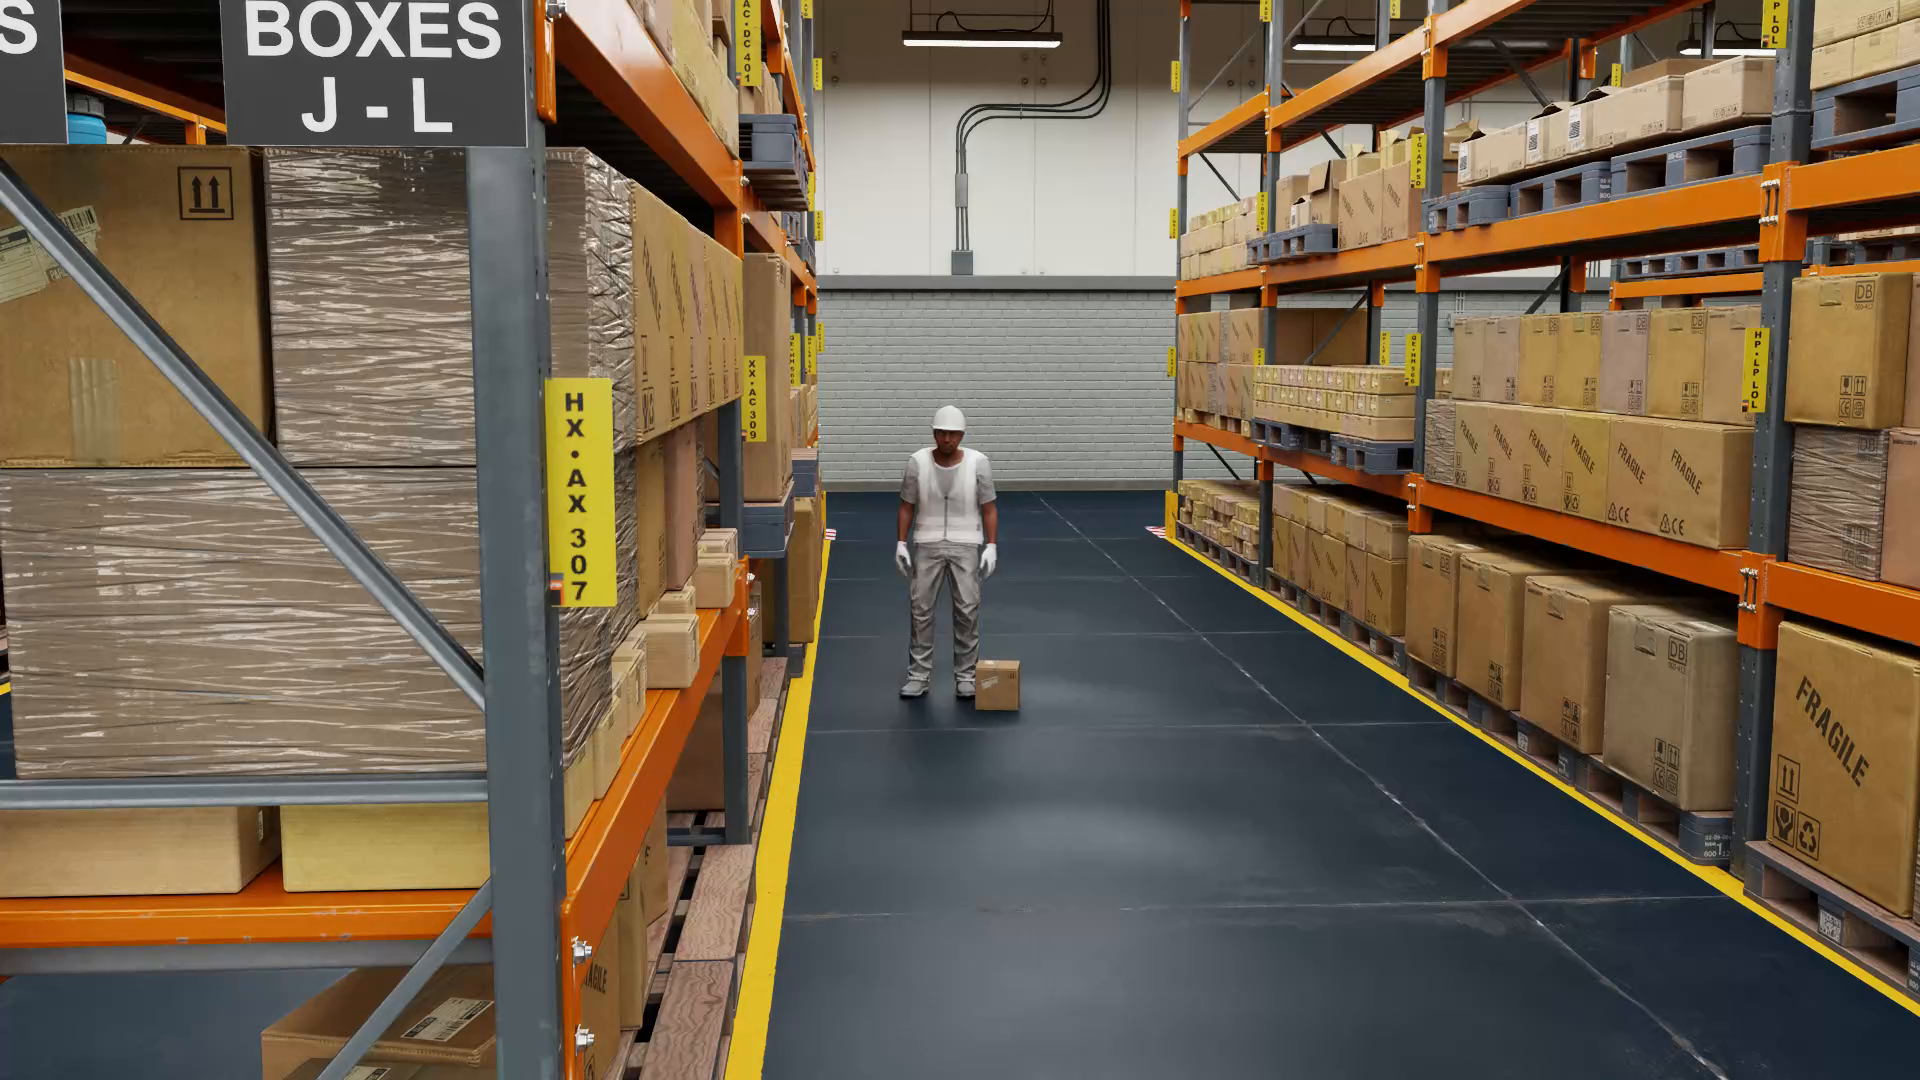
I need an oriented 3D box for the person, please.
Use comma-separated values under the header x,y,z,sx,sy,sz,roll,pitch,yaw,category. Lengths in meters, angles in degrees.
x,y,z,sx,sy,sz,roll,pitch,yaw,category
-0.085,0.069,10.112,0.618,1.773,0.452,1,7,6,person
